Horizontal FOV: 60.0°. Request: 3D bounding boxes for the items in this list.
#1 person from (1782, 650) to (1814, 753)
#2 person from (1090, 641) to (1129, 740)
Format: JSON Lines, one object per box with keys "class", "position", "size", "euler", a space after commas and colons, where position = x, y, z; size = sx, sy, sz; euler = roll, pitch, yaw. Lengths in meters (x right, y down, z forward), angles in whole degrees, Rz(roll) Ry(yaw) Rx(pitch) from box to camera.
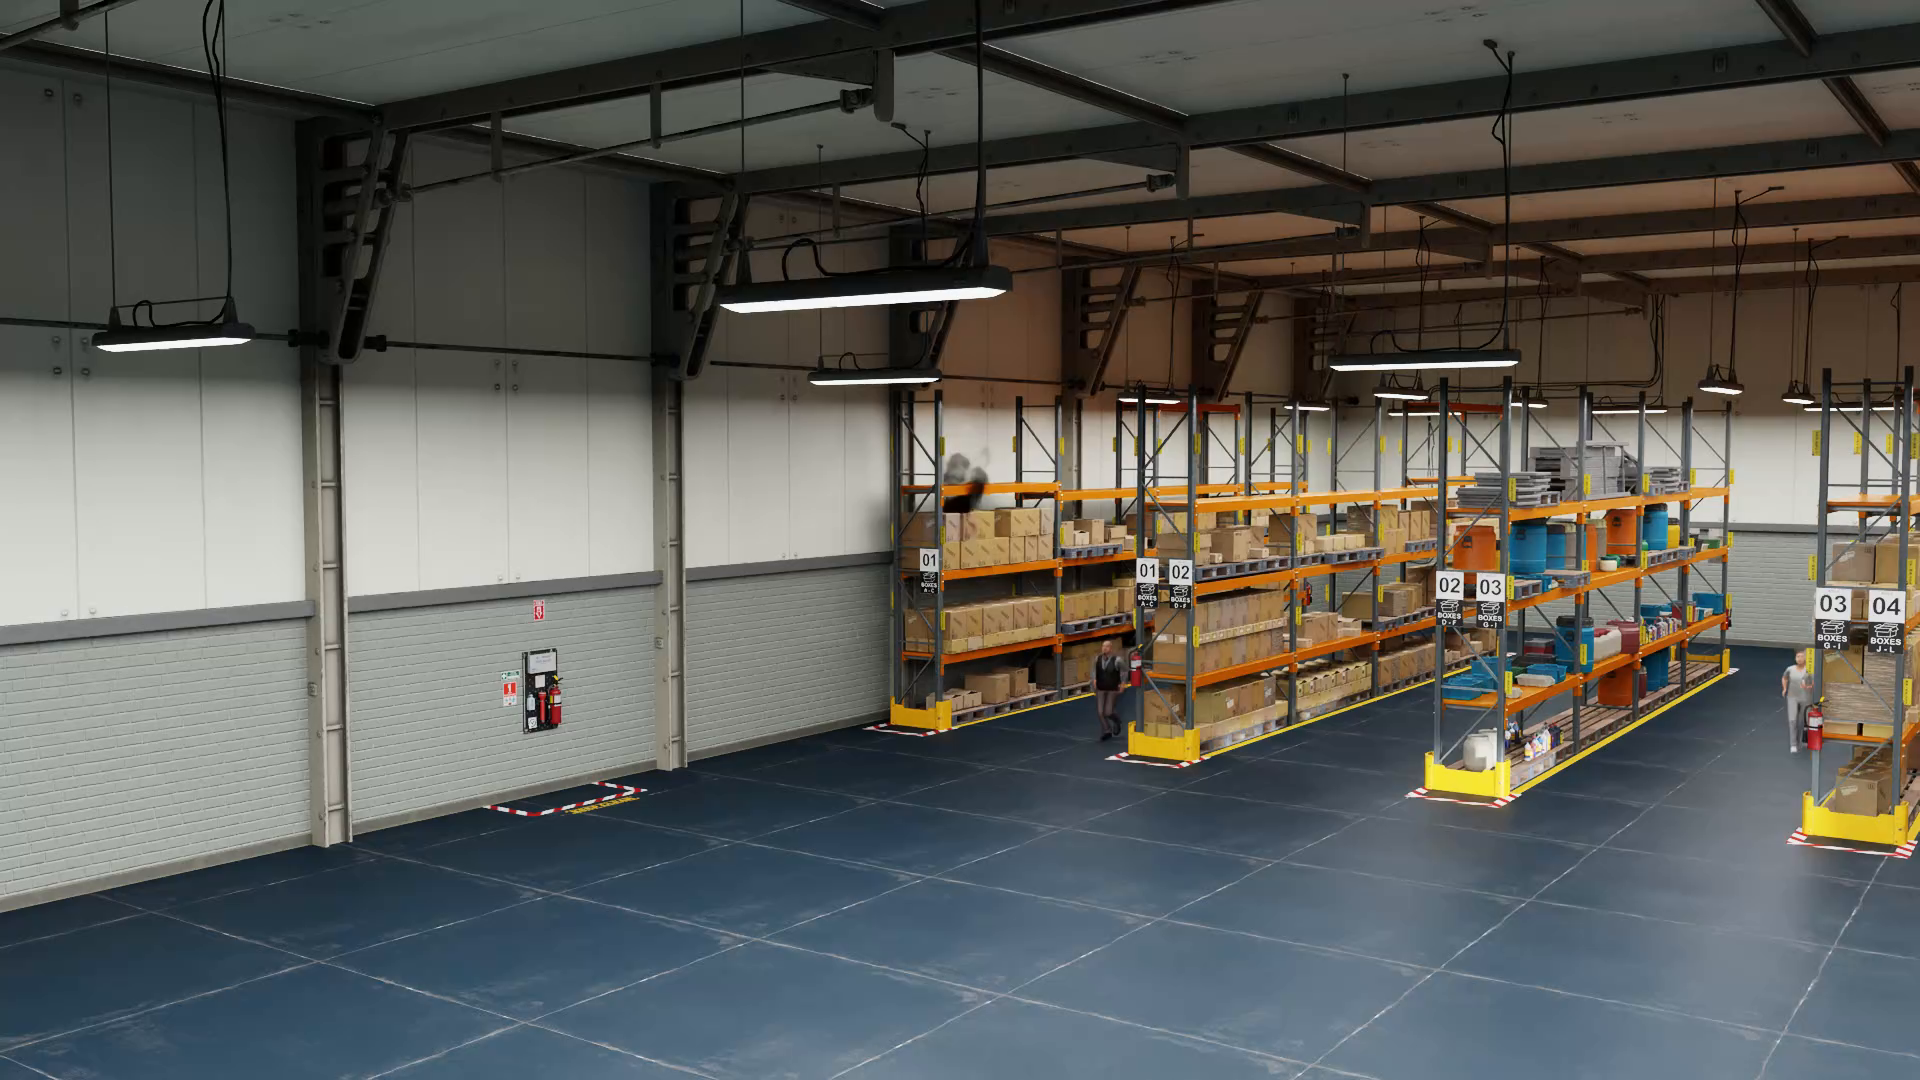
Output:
{"class": "person", "position": [13.780, 2.630, 27.296], "size": [0.575, 1.645, 0.914], "euler": [2, 4, 34]}
{"class": "person", "position": [2.518, 2.565, 28.312], "size": [0.689, 1.685, 0.592], "euler": [2, 4, 26]}
